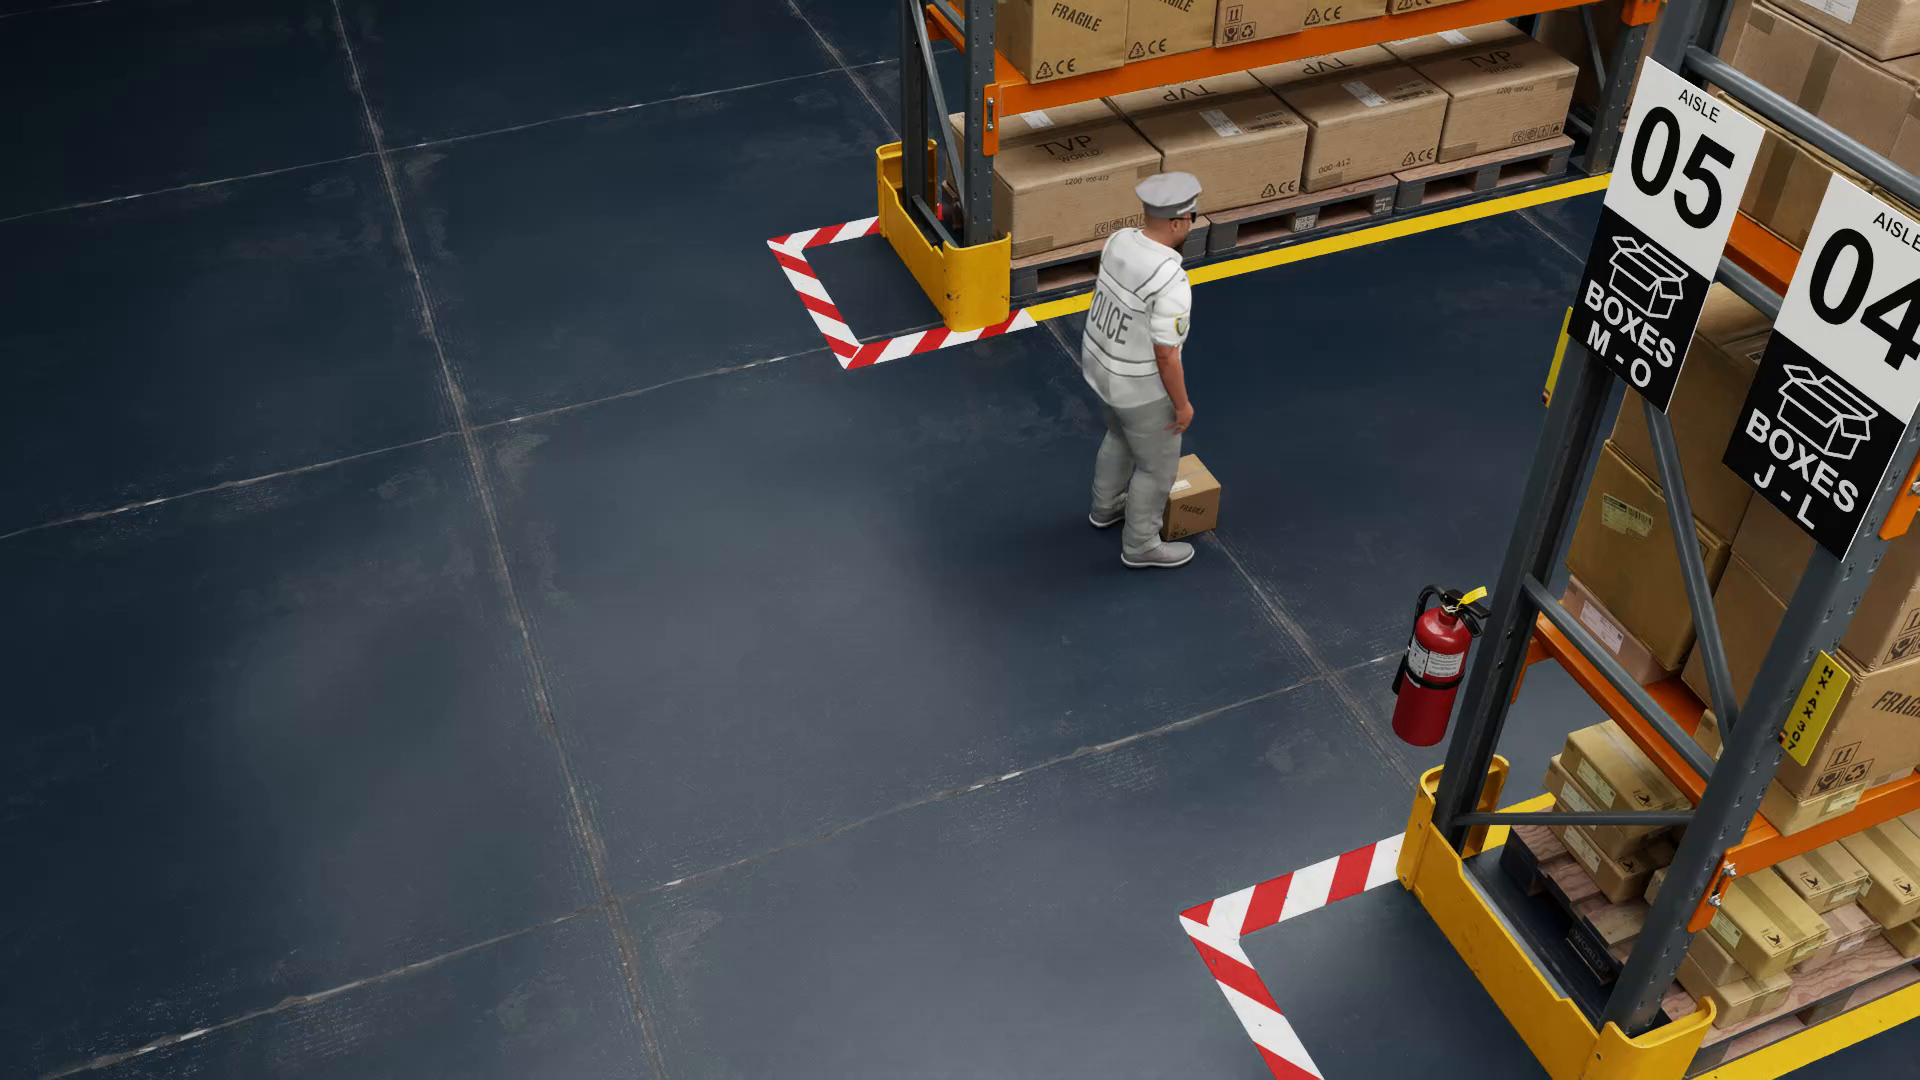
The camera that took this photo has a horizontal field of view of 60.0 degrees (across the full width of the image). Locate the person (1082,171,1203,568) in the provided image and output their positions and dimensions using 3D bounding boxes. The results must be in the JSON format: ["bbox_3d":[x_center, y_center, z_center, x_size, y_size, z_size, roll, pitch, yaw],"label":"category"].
[{"bbox_3d":[0.744,-0.684,6.926,0.430,1.749,0.599,-17,44,-18],"label":"person"}]
